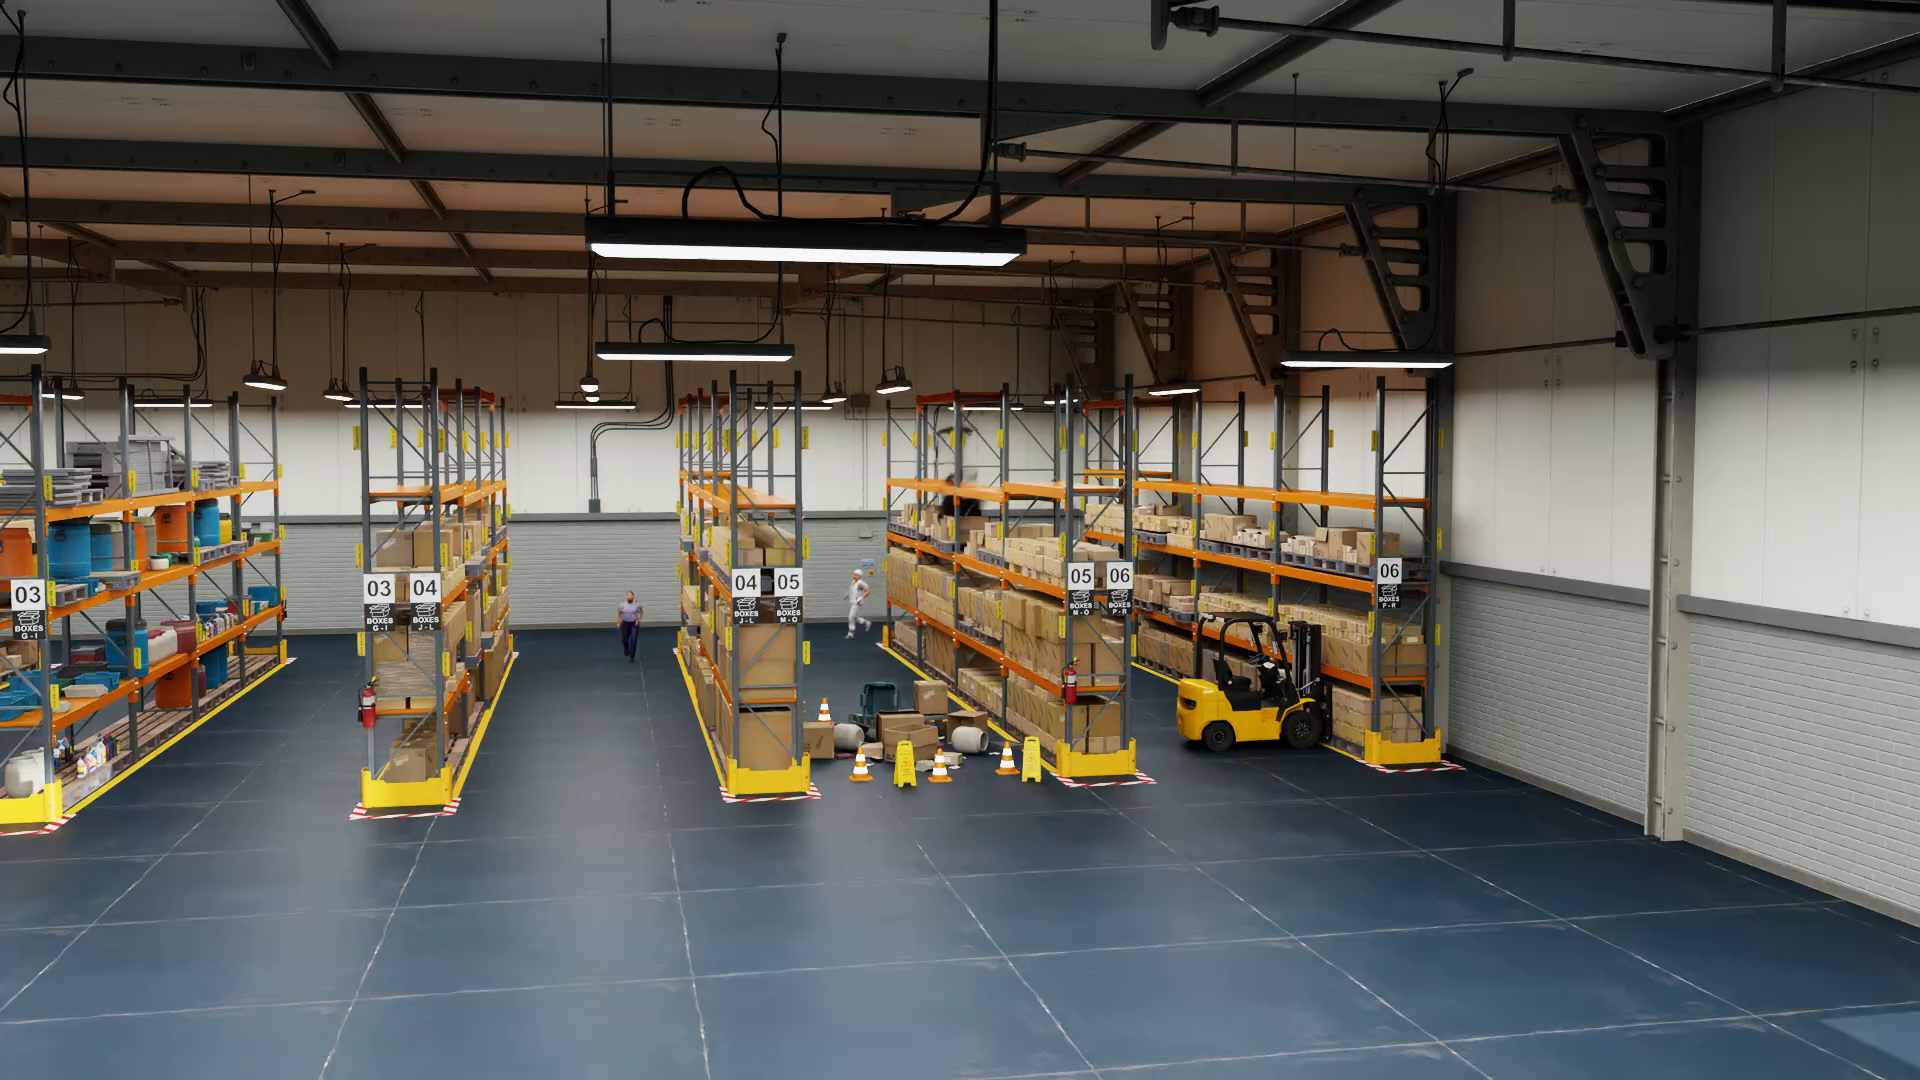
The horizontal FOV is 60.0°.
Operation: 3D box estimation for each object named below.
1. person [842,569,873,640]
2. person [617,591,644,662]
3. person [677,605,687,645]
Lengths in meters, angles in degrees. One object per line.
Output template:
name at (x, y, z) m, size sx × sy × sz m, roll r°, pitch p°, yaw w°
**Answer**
person at (-2.570, 1.625, 42.028) m, size 0.863 × 1.771 × 0.657 m, roll -2°, pitch 4°, yaw -28°
person at (-7.484, 1.962, 37.773) m, size 0.620 × 1.602 × 0.560 m, roll -1°, pitch 3°, yaw -8°
person at (-6.492, 1.759, 40.652) m, size 0.784 × 1.633 × 0.617 m, roll -3°, pitch 5°, yaw -41°
